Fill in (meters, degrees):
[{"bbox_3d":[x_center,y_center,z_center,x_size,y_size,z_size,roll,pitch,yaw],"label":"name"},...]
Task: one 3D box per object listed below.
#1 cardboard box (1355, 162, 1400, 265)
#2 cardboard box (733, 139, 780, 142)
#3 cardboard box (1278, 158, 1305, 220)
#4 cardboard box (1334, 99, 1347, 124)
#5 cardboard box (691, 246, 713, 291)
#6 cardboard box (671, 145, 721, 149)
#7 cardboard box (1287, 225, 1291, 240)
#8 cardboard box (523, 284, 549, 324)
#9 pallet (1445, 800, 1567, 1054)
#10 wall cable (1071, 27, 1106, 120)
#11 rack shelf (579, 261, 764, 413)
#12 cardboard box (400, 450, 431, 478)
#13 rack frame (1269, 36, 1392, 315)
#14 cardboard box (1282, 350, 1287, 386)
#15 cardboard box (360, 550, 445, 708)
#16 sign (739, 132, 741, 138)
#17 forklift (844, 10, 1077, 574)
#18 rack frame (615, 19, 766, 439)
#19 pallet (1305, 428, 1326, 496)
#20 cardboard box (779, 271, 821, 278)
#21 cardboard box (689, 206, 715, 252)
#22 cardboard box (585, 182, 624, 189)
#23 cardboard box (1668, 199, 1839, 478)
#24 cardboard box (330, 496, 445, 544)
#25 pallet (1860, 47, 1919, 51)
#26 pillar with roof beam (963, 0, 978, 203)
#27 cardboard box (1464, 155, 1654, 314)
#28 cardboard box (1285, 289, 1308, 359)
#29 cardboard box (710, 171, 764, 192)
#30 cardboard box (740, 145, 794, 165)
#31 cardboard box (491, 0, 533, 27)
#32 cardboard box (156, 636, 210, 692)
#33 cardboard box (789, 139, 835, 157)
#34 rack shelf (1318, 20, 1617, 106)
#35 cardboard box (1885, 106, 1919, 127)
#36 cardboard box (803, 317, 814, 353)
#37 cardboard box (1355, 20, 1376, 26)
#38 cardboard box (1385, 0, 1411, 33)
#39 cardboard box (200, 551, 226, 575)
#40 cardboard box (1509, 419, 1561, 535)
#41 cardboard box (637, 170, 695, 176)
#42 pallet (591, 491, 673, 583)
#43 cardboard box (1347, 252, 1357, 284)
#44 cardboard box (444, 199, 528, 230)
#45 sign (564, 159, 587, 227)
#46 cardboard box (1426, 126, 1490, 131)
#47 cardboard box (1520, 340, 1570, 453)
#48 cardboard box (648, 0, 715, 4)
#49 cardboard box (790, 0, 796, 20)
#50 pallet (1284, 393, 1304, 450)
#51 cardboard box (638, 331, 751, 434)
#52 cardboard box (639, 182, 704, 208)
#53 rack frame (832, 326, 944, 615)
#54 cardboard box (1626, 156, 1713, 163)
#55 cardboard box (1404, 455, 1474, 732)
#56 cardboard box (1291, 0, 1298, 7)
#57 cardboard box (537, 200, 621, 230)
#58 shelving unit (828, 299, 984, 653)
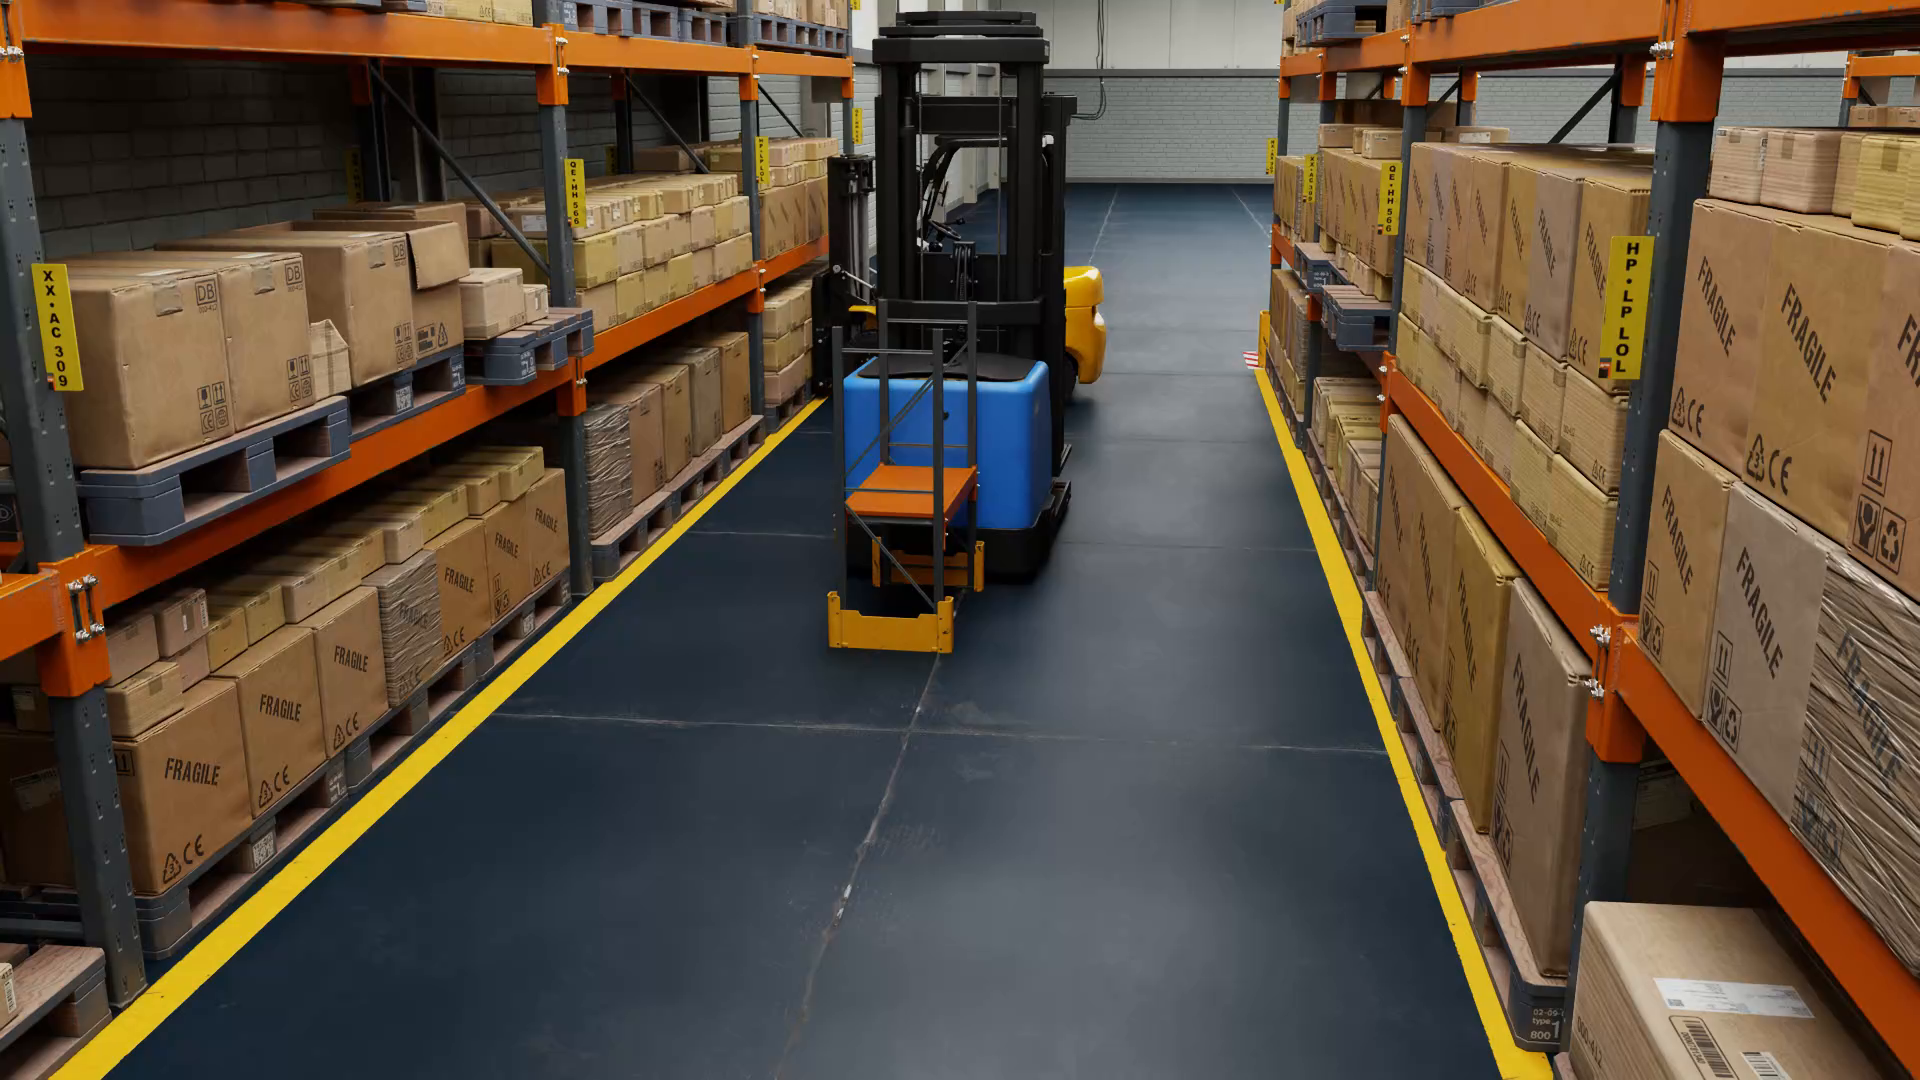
[{"bbox_3d":[2.343,-1.689,8.595,0.500,0.500,0.500,1,15,5],"label":"cardboard box"},{"bbox_3d":[-1.838,-3.542,15.011,0.380,0.149,0.250,2,15,7],"label":"cardboard box"},{"bbox_3d":[3.039,-3.051,14.438,0.500,0.500,0.500,2,15,8],"label":"cardboard box"},{"bbox_3d":[3.518,-3.513,14.231,0.700,0.500,0.500,2,15,7],"label":"cardboard box"},{"bbox_3d":[-1.895,-1.747,10.664,0.500,0.250,0.500,2,15,7],"label":"cardboard box"},{"bbox_3d":[-2.123,-3.079,13.299,0.380,0.149,0.250,1,15,5],"label":"cardboard box"},{"bbox_3d":[2.984,-2.640,14.161,0.380,0.149,0.250,2,15,8],"label":"cardboard box"},{"bbox_3d":[-2.105,-1.079,7.581,0.380,0.149,0.250,2,15,7],"label":"cardboard box"},{"bbox_3d":[2.081,1.148,5.014,1.003,0.211,1.213,2,15,6],"label":"pallet"},{"bbox_3d":[2.548,-13.003,46.458,3.097,2.526,0.112,2,15,6],"label":"wall cable"},{"bbox_3d":[-2.186,-1.350,10.287,1.077,0.370,4.000,2,15,6],"label":"rack shelf"},{"bbox_3d":[-2.780,-0.362,7.996,0.380,0.149,0.250,2,15,9],"label":"cardboard box"},{"bbox_3d":[3.423,-3.109,15.411,1.000,3.000,0.127,2,15,6],"label":"rack frame"},{"bbox_3d":[2.884,-1.378,13.474,0.500,0.250,0.500,2,15,7],"label":"cardboard box"},{"bbox_3d":[-2.409,0.342,6.636,0.500,0.500,0.500,1,15,4],"label":"cardboard box"},{"bbox_3d":[-2.060,-3.728,15.891,0.100,0.325,0.005,2,15,6],"label":"sign"},{"bbox_3d":[0.098,-1.576,9.876,1.130,2.935,3.031,2,15,9],"label":"forklift"},{"bbox_3d":[-1.960,-2.216,12.112,1.000,3.000,0.127,2,15,6],"label":"rack frame"},{"bbox_3d":[2.886,-0.523,11.192,1.003,0.211,1.213,2,15,6],"label":"pallet"},{"bbox_3d":[-1.350,-2.219,14.671,0.500,0.250,0.500,2,15,7],"label":"cardboard box"},{"bbox_3d":[-1.876,-1.984,10.583,0.500,0.250,0.500,2,15,7],"label":"cardboard box"},{"bbox_3d":[-2.386,-2.229,10.726,0.380,0.149,0.250,2,15,6],"label":"cardboard box"},{"bbox_3d":[1.775,-0.411,3.328,0.500,0.500,0.500,2,15,7],"label":"cardboard box"},{"bbox_3d":[-2.392,-0.082,6.960,0.380,0.149,0.250,1,15,5],"label":"cardboard box"},{"bbox_3d":[8.280,-4.201,13.877,1.003,0.211,1.213,2,15,6],"label":"pallet"},{"bbox_3d":[4.502,-12.094,37.147,9.100,9.000,0.400,2,15,6],"label":"pillar with roof beam"},{"bbox_3d":[2.042,-1.050,5.693,0.500,0.500,0.500,2,15,7],"label":"cardboard box"},{"bbox_3d":[2.884,-1.734,13.355,0.500,0.500,0.500,3,15,9],"label":"cardboard box"},{"bbox_3d":[-1.663,-2.653,12.291,0.380,0.149,0.250,1,15,5],"label":"cardboard box"},{"bbox_3d":[-1.536,-3.064,13.243,0.380,0.149,0.250,1,15,5],"label":"cardboard box"},{"bbox_3d":[-2.228,-2.414,7.385,0.500,0.250,0.500,1,15,4],"label":"cardboard box"},{"bbox_3d":[-2.604,0.390,5.214,0.380,0.149,0.250,1,15,5],"label":"cardboard box"},{"bbox_3d":[-1.340,-3.526,14.952,0.380,0.149,0.250,2,15,8],"label":"cardboard box"},{"bbox_3d":[2.746,-2.653,9.359,1.077,0.370,4.000,2,15,6],"label":"rack shelf"},{"bbox_3d":[8.302,-3.342,13.919,0.875,0.550,0.550,2,15,6],"label":"cardboard box"},{"bbox_3d":[-1.476,-1.710,13.745,0.500,0.250,0.500,2,15,6],"label":"cardboard box"},{"bbox_3d":[2.754,-3.713,11.618,0.500,0.250,0.500,2,15,6],"label":"cardboard box"},{"bbox_3d":[2.664,-2.928,8.799,0.797,0.503,0.637,2,15,6],"label":"cardboard box"},{"bbox_3d":[-3.004,0.108,6.256,0.380,0.149,0.250,2,15,7],"label":"cardboard box"},{"bbox_3d":[1.928,-0.180,4.867,0.500,0.250,0.500,1,15,5],"label":"cardboard box"},{"bbox_3d":[-2.179,-2.669,12.351,0.380,0.149,0.250,2,15,6],"label":"cardboard box"},{"bbox_3d":[-2.280,-0.045,9.425,1.003,0.211,1.213,2,15,6],"label":"pallet"},{"bbox_3d":[2.320,-1.482,9.074,0.380,0.149,0.250,2,15,7],"label":"cardboard box"},{"bbox_3d":[-2.568,-1.767,9.016,0.380,0.149,0.250,2,15,6],"label":"cardboard box"},{"bbox_3d":[-1.871,-1.686,8.084,0.100,0.325,0.005,2,15,6],"label":"sign"},{"bbox_3d":[3.079,-2.473,10.254,0.380,0.149,0.250,1,15,5],"label":"cardboard box"},{"bbox_3d":[1.926,-0.416,4.785,0.500,0.250,0.500,2,15,8],"label":"cardboard box"},{"bbox_3d":[-1.783,-3.500,10.597,0.380,0.149,0.250,2,15,6],"label":"cardboard box"},{"bbox_3d":[-1.491,-4.226,13.061,0.396,0.266,0.258,1,15,5],"label":"cardboard box"},{"bbox_3d":[3.013,-0.900,12.587,1.003,0.211,1.213,2,15,6],"label":"pallet"},{"bbox_3d":[-2.008,-1.137,11.865,0.875,0.625,0.625,2,15,9],"label":"cardboard box"},{"bbox_3d":[-1.859,-2.215,10.673,0.380,0.149,0.250,1,15,5],"label":"cardboard box"},{"bbox_3d":[-0.324,-0.220,7.602,0.500,1.500,0.032,2,15,9],"label":"rack frame"},{"bbox_3d":[2.546,-1.030,5.617,0.500,0.500,0.500,1,15,5],"label":"cardboard box"},{"bbox_3d":[2.255,0.197,6.452,0.875,0.875,0.875,2,15,7],"label":"cardboard box"},{"bbox_3d":[2.976,-4.542,13.921,0.380,0.149,0.250,2,15,6],"label":"cardboard box"},{"bbox_3d":[-2.051,-1.751,8.957,0.380,0.149,0.250,2,15,8],"label":"cardboard box"},{"bbox_3d":[-0.245,-0.349,8.078,0.587,1.500,1.083,2,15,9],"label":"shelving unit"}]
